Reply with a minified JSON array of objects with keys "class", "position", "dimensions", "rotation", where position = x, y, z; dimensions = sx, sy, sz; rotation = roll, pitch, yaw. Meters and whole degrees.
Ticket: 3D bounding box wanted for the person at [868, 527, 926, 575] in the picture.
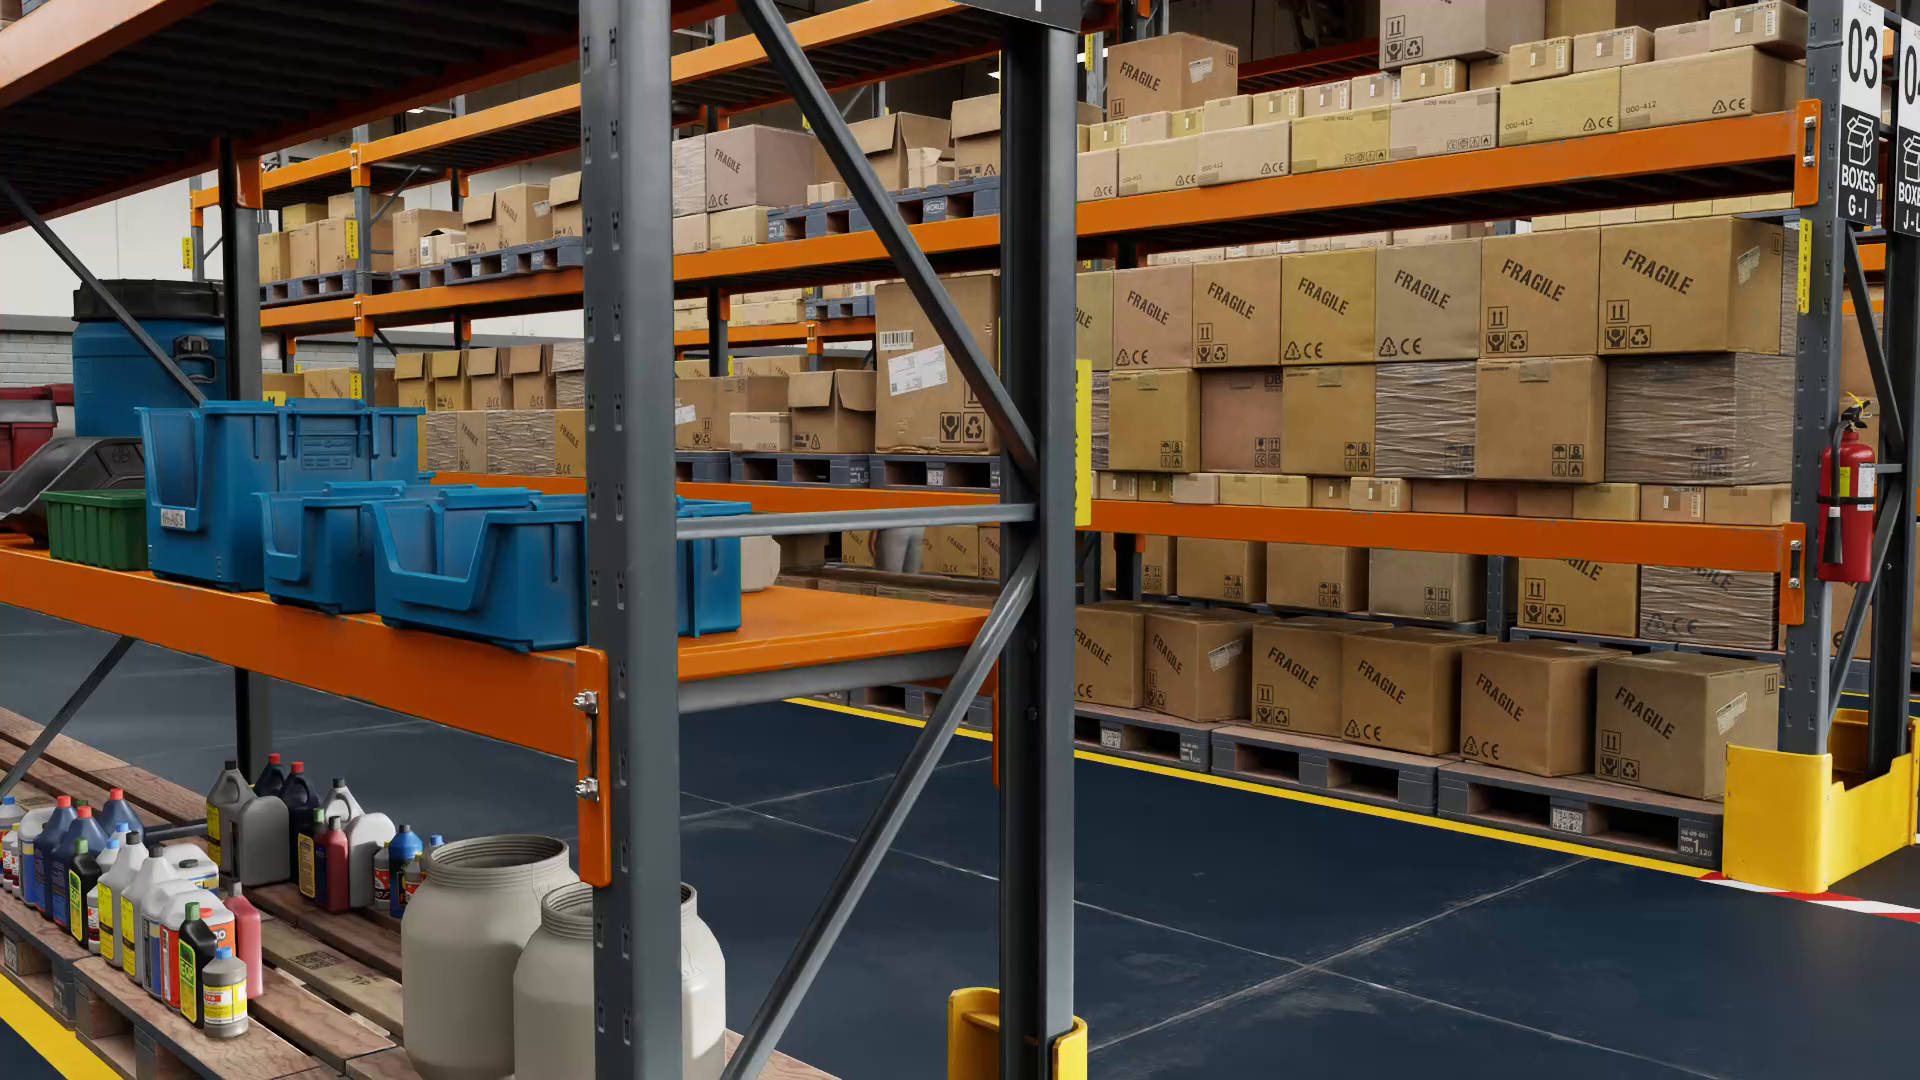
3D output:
[{"class":"person","position":[-0.497,-0.085,12.494],"dimensions":[0.449,1.770,0.562],"rotation":[3,5,41]}]
